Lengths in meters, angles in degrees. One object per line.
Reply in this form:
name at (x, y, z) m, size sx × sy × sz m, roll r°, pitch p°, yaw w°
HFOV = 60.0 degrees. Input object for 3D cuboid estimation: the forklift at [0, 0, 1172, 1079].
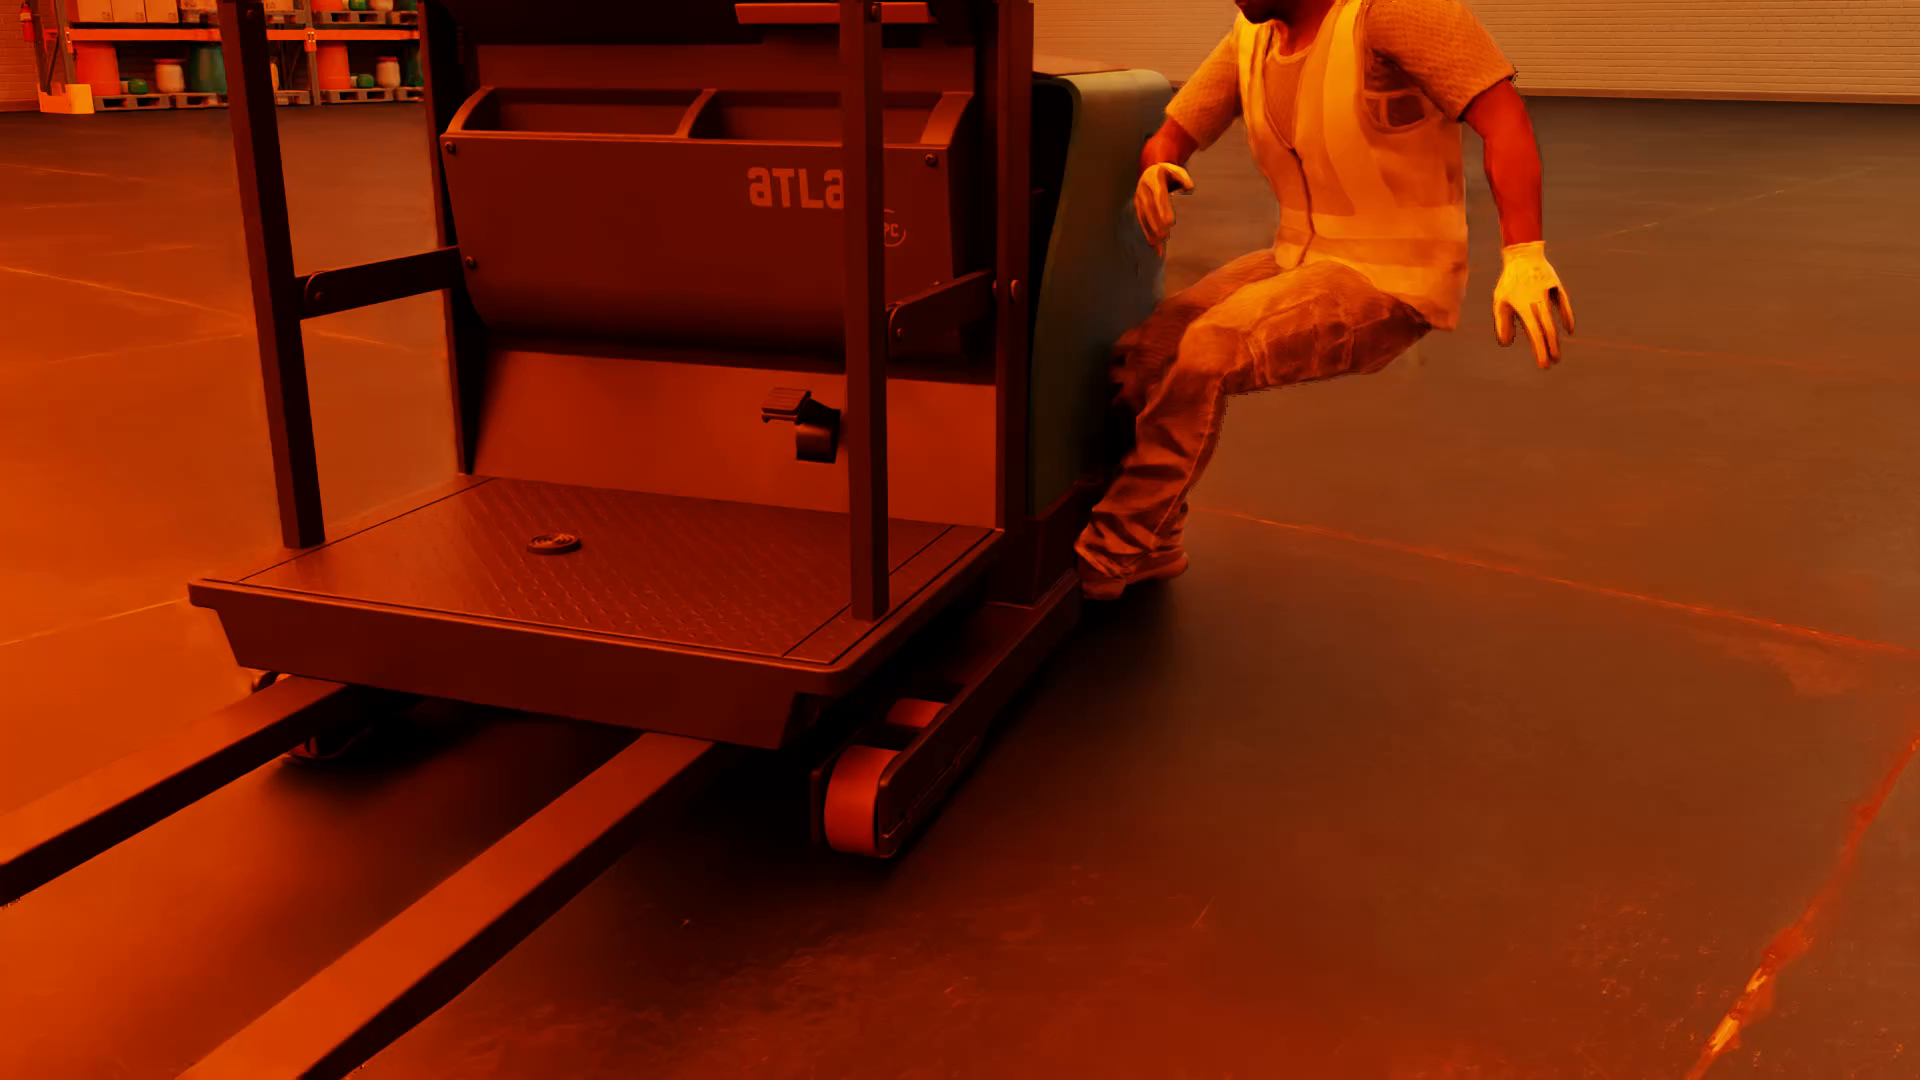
forklift at (-0.500, -1.073, 2.431) m, size 1.130 × 2.935 × 3.031 m, roll 6°, pitch 18°, yaw 19°

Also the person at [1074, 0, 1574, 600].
person at (0.541, -0.494, 3.147) m, size 0.948 × 1.521 × 0.939 m, roll -8°, pitch 19°, yaw -24°
